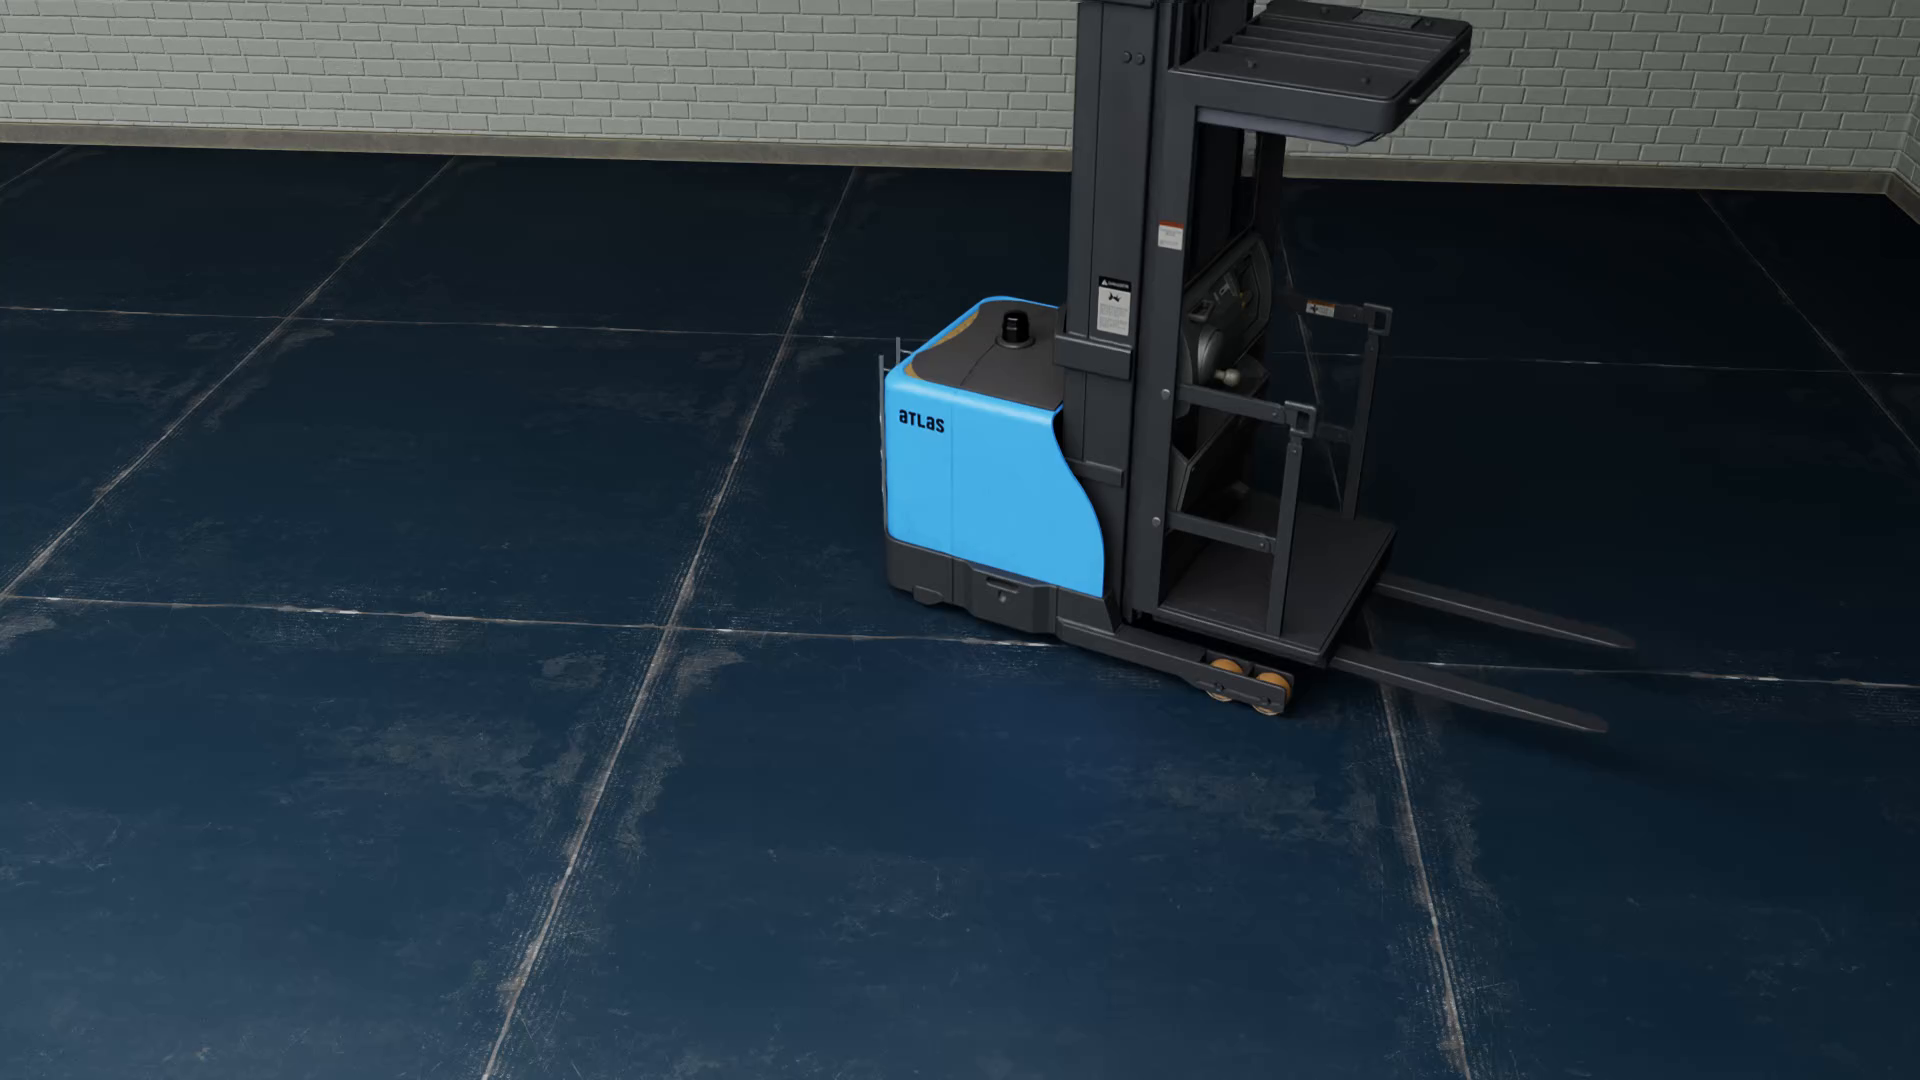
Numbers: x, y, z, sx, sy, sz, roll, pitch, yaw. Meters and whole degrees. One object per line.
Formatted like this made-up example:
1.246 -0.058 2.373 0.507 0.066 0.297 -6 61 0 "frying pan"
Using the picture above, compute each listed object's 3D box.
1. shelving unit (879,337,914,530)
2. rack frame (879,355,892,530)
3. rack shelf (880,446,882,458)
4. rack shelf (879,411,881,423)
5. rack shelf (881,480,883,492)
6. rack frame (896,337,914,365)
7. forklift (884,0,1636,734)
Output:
-0.211 -0.463 7.643 0.258 0.900 0.210 11 33 17 "shelving unit"
-0.245 -0.413 7.562 0.240 0.900 0.006 11 33 17 "rack frame"
-0.211 -0.434 7.661 0.258 0.077 0.200 11 33 17 "rack shelf"
-0.211 -0.588 7.566 0.258 0.077 0.200 11 33 17 "rack shelf"
-0.211 -0.281 7.755 0.258 0.077 0.200 11 33 17 "rack shelf"
-0.176 -0.513 7.725 0.240 0.900 0.006 11 33 17 "rack frame"
1.219 -0.871 6.369 3.031 2.935 1.130 16 35 24 "forklift"
